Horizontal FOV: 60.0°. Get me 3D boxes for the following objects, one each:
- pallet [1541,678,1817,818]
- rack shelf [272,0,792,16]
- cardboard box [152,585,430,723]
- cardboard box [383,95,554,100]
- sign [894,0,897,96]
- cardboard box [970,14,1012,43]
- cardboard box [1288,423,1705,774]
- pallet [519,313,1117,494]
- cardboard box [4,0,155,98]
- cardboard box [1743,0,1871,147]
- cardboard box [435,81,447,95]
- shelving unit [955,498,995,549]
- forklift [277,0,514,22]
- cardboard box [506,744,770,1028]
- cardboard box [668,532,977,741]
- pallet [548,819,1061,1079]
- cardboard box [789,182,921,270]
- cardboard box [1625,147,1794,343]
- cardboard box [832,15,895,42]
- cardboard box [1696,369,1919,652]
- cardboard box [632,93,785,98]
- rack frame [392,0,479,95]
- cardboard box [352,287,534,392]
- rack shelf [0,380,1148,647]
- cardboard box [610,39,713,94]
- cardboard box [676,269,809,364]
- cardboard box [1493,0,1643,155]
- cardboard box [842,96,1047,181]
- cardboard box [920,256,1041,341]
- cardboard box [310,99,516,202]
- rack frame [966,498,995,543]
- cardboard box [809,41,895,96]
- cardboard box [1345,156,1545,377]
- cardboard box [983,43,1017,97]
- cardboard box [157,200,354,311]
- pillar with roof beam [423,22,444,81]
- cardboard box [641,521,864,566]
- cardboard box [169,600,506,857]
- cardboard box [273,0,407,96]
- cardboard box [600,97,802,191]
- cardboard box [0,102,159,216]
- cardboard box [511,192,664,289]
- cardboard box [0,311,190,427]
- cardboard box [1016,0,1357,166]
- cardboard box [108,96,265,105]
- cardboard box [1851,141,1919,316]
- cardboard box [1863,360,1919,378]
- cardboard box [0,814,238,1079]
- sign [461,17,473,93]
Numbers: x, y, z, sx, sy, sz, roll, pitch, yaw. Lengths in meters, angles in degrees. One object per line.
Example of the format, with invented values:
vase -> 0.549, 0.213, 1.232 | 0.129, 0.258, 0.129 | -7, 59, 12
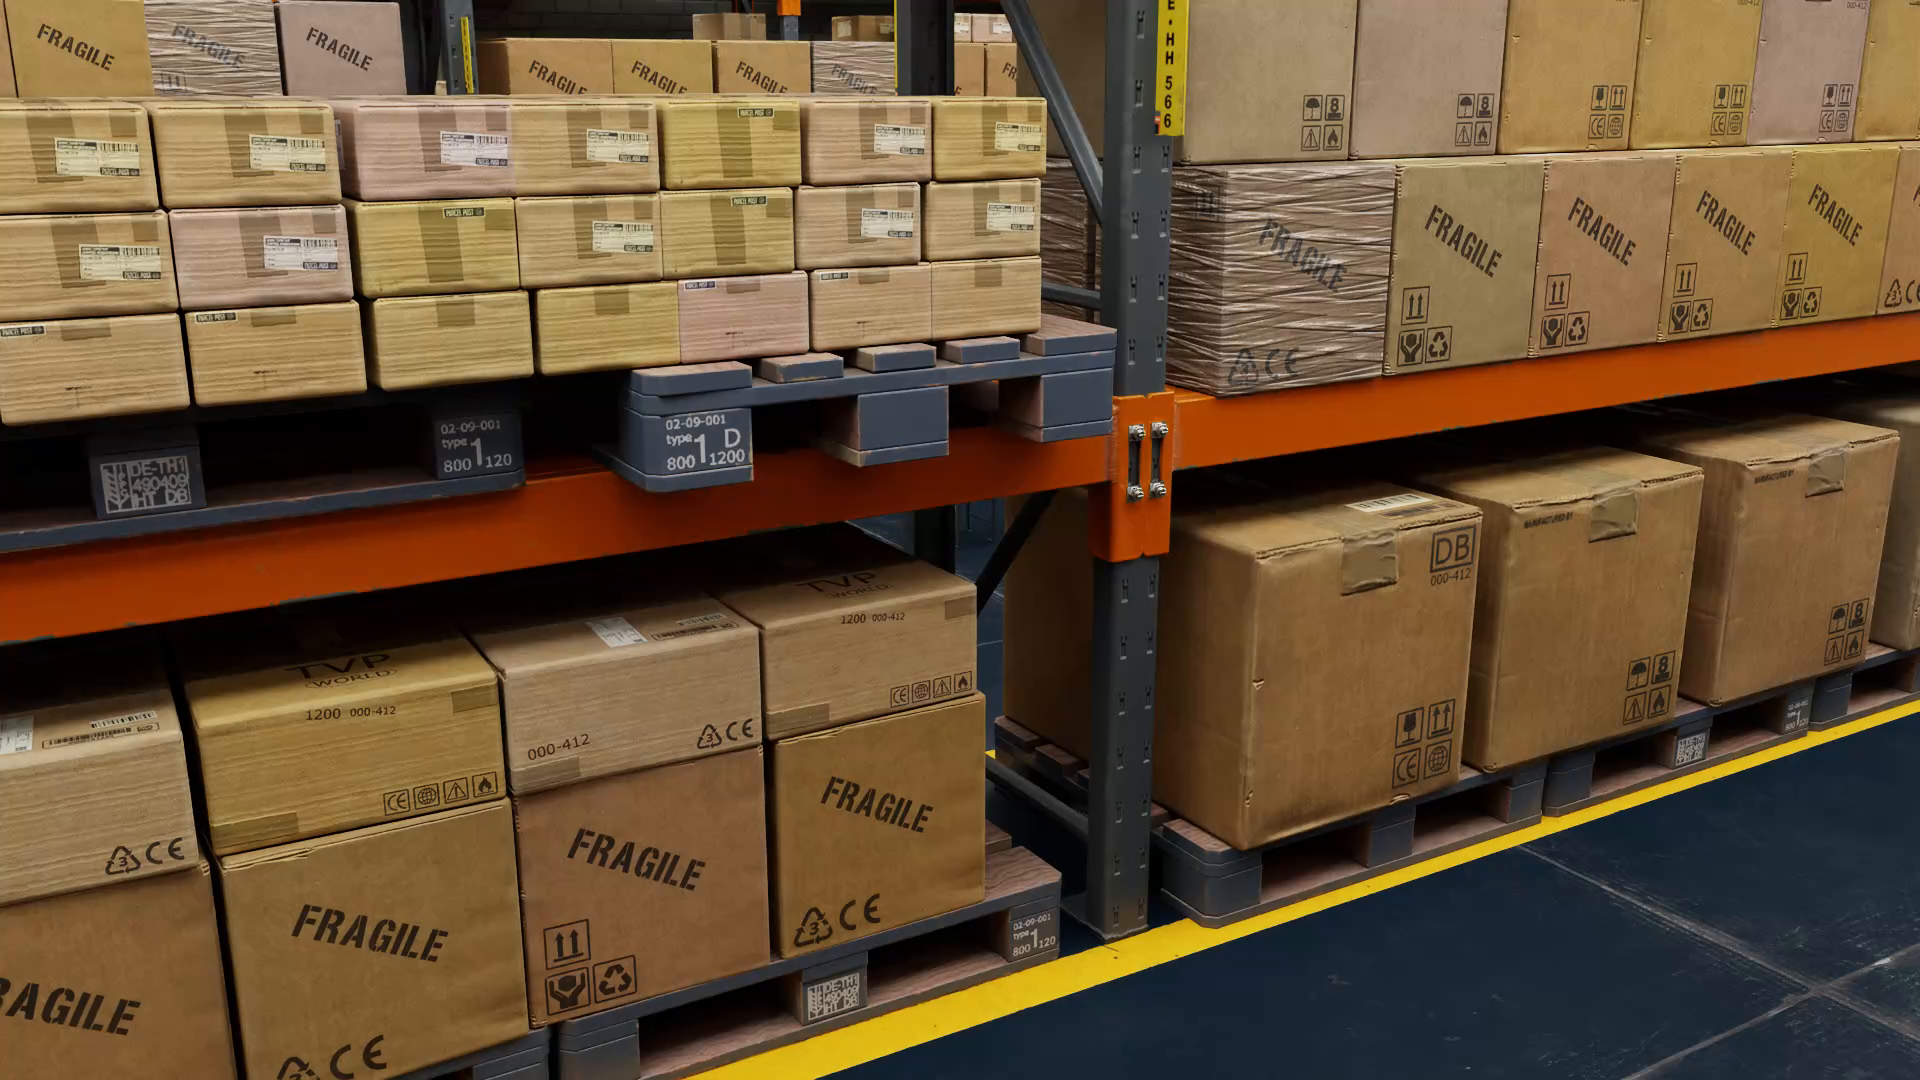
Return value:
pallet -> 1.905, 0.479, 5.310 | 1.213, 0.211, 1.003 | -9, 18, -30
rack shelf -> -3.336, -4.258, 12.819 | 4.000, 0.370, 1.077 | -9, 18, -30
cardboard box -> -1.436, 0.213, 3.555 | 0.500, 0.250, 0.500 | -9, 18, -29
cardboard box -> -1.019, -0.844, 3.447 | 0.250, 0.149, 0.380 | -10, 19, -32
sign -> -0.143, -1.289, 4.304 | 0.005, 0.325, 0.100 | -9, 18, -30
cardboard box -> 0.075, -2.781, 9.057 | 0.250, 0.149, 0.380 | -10, 18, -31
cardboard box -> 1.461, 0.092, 4.915 | 0.750, 0.750, 1.050 | -9, 18, -29
pallet -> -0.411, -0.387, 3.589 | 1.003, 0.211, 1.213 | -9, 18, -30
cardboard box -> -3.664, -1.991, 6.917 | 0.500, 0.500, 0.500 | -9, 18, -30
cardboard box -> 2.278, -1.476, 5.081 | 0.500, 0.500, 0.700 | -9, 18, -29
cardboard box -> -3.972, -3.337, 12.371 | 0.250, 0.149, 0.380 | -9, 18, -29
shelving unit -> 0.012, -0.580, 7.255 | 0.189, 1.200, 0.258 | -9, 18, -30
forklift -> -3.291, -2.323, 10.267 | 3.031, 2.935, 1.130 | -9, 18, -29
cardboard box -> -0.731, 0.622, 3.488 | 0.500, 0.500, 0.500 | -8, 18, -27
cardboard box -> -0.306, 0.193, 3.628 | 0.500, 0.250, 0.500 | -10, 18, -31
pallet -> -0.525, 0.848, 3.994 | 1.213, 0.211, 1.003 | -9, 18, -30
cardboard box -> -0.271, -0.616, 3.187 | 0.250, 0.149, 0.380 | -8, 18, -28
cardboard box -> 1.964, -0.861, 4.740 | 0.500, 0.500, 0.500 | -9, 18, -30
cardboard box -> -0.525, -2.838, 9.260 | 0.250, 0.149, 0.380 | -8, 18, -27
cardboard box -> 3.088, -0.171, 5.853 | 0.750, 0.750, 1.050 | -9, 18, -30
cardboard box -> -0.579, -0.913, 3.696 | 0.250, 0.149, 0.380 | -10, 18, -31
rack frame -> -2.490, -1.734, 8.040 | 0.127, 3.000, 1.000 | -9, 18, -30
cardboard box -> -0.920, -0.368, 2.852 | 0.250, 0.149, 0.380 | -10, 19, -32
rack shelf -> -1.569, 0.021, 3.109 | 4.000, 0.370, 1.077 | -9, 18, -30
cardboard box -> -1.543, -2.211, 8.226 | 0.500, 0.500, 0.500 | -8, 18, -27
cardboard box -> -0.475, -0.440, 3.108 | 0.250, 0.149, 0.380 | -9, 18, -29
cardboard box -> 1.407, -1.335, 4.578 | 0.500, 0.500, 0.700 | -10, 18, -31
cardboard box -> -0.039, -0.797, 3.280 | 0.250, 0.149, 0.380 | -10, 19, -32
cardboard box -> -0.041, -0.509, 3.357 | 0.250, 0.149, 0.380 | -9, 18, -29
cardboard box -> -0.916, -0.656, 2.777 | 0.250, 0.149, 0.380 | -9, 18, -30
rack frame -> 0.091, -0.592, 7.300 | 0.006, 1.200, 0.240 | -9, 18, -30
cardboard box -> -0.658, -2.354, 8.736 | 0.500, 0.500, 0.500 | -10, 19, -32
cardboard box -> 1.104, -0.723, 4.245 | 0.500, 0.500, 0.500 | -9, 18, -30
cardboard box -> 0.236, -2.497, 9.247 | 0.500, 0.500, 0.500 | -9, 18, -29
cardboard box -> -1.148, -0.474, 2.679 | 0.250, 0.149, 0.380 | -9, 18, -28
pillar with roof beam -> -2.180, -5.165, 9.162 | 0.400, 9.000, 9.100 | -9, 18, -30
cardboard box -> -0.570, 0.077, 4.042 | 0.500, 0.250, 0.500 | -10, 19, -32
cardboard box -> -1.177, 0.333, 3.130 | 0.500, 0.250, 0.500 | -9, 18, -28
cardboard box -> -2.799, -2.132, 7.419 | 0.500, 0.500, 0.500 | -10, 18, -31
cardboard box -> -0.480, -0.726, 3.027 | 0.250, 0.149, 0.380 | -9, 18, -28
cardboard box -> -1.372, -0.581, 2.512 | 0.250, 0.149, 0.380 | -9, 18, -28
cardboard box -> -0.710, -0.544, 2.930 | 0.250, 0.149, 0.380 | -9, 18, -30
cardboard box -> -1.375, -0.294, 2.588 | 0.250, 0.149, 0.380 | -10, 19, -32
cardboard box -> 0.535, -1.193, 4.070 | 0.500, 0.500, 0.700 | -9, 18, -30
cardboard box -> -1.476, -0.768, 3.179 | 0.250, 0.149, 0.380 | -9, 18, -28
cardboard box -> 2.831, -1.003, 5.244 | 0.500, 0.500, 0.500 | -9, 18, -30
cardboard box -> 4.149, -0.410, 6.472 | 0.875, 0.875, 0.875 | -9, 18, -29
cardboard box -> -1.619, 0.763, 2.983 | 0.500, 0.500, 0.500 | -9, 18, -29
sign -> -2.202, -2.164, 7.427 | 0.005, 0.325, 0.100 | -9, 18, -30
